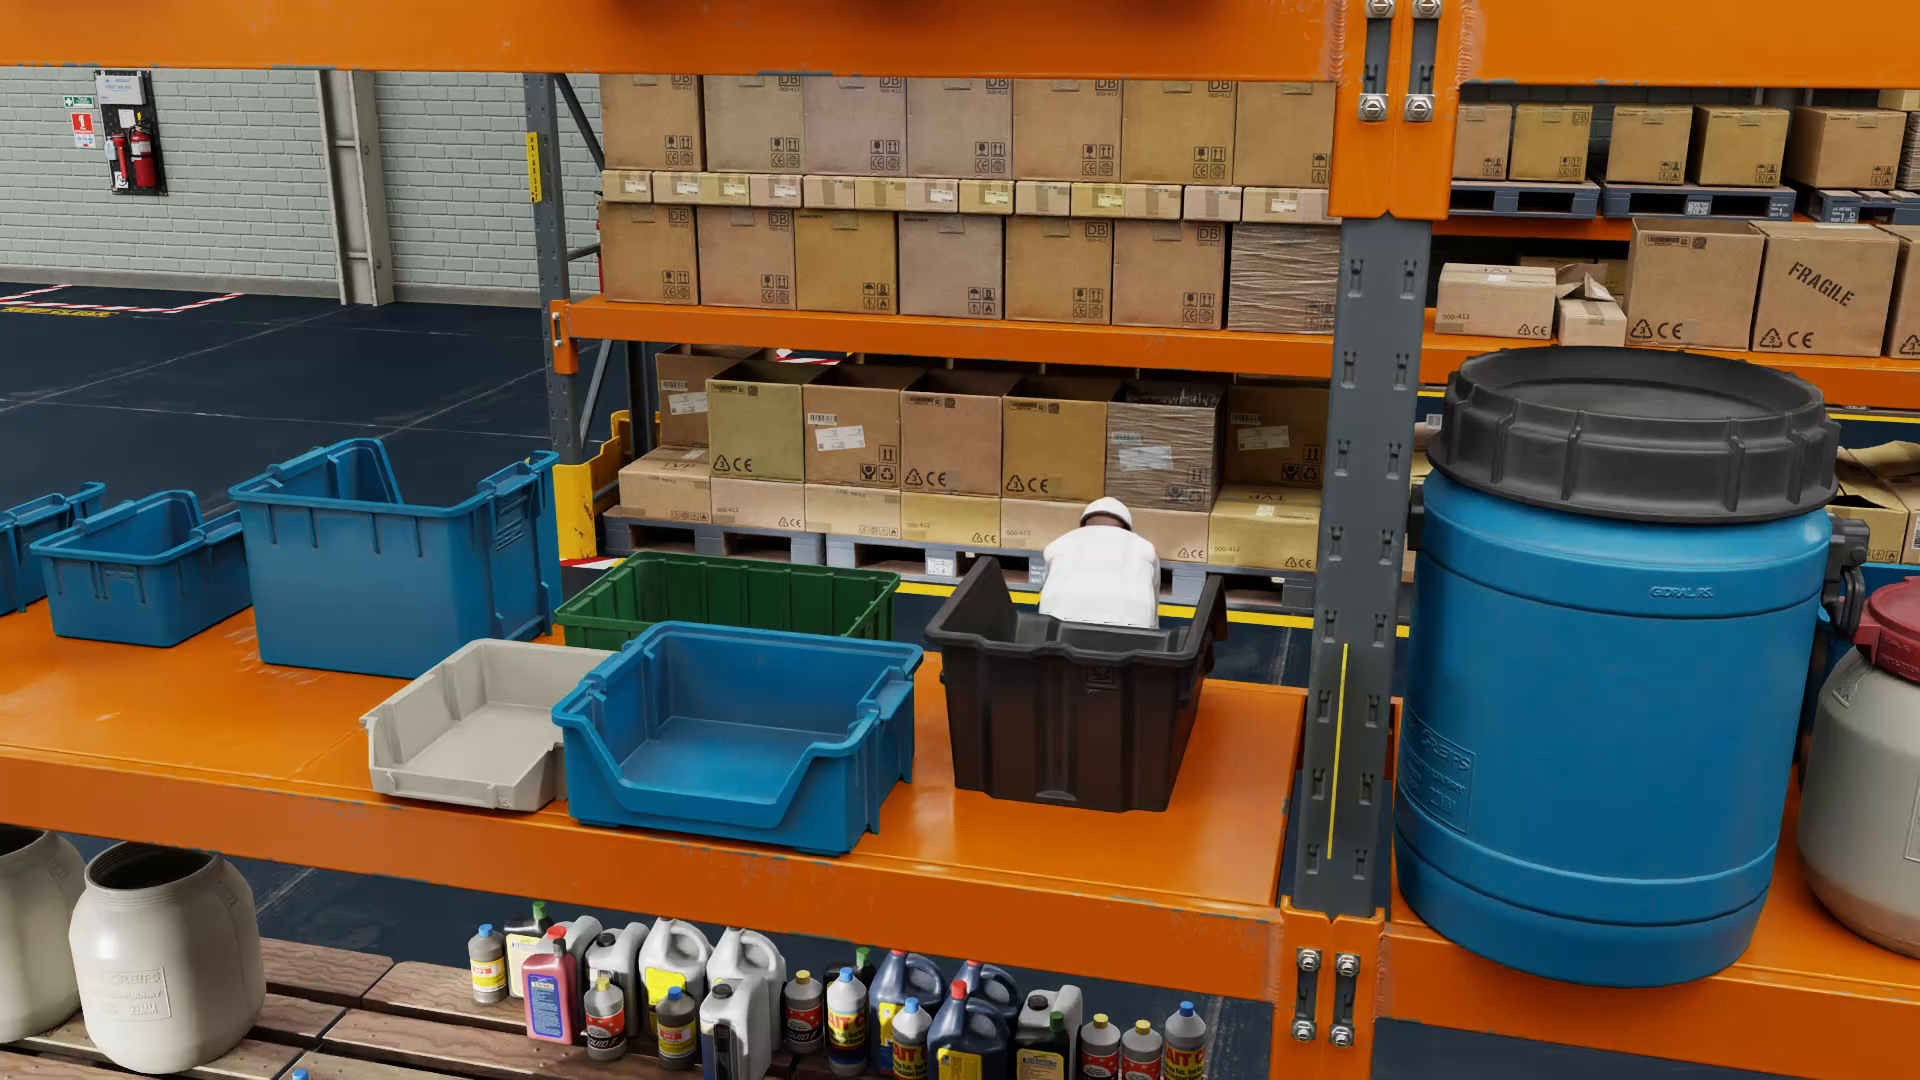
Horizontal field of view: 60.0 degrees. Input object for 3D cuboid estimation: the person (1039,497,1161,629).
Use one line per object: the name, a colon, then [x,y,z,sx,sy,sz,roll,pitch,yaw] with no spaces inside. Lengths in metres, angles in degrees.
person: [0.564,0.349,6.672,0.521,0.854,0.964,4,19,13]
